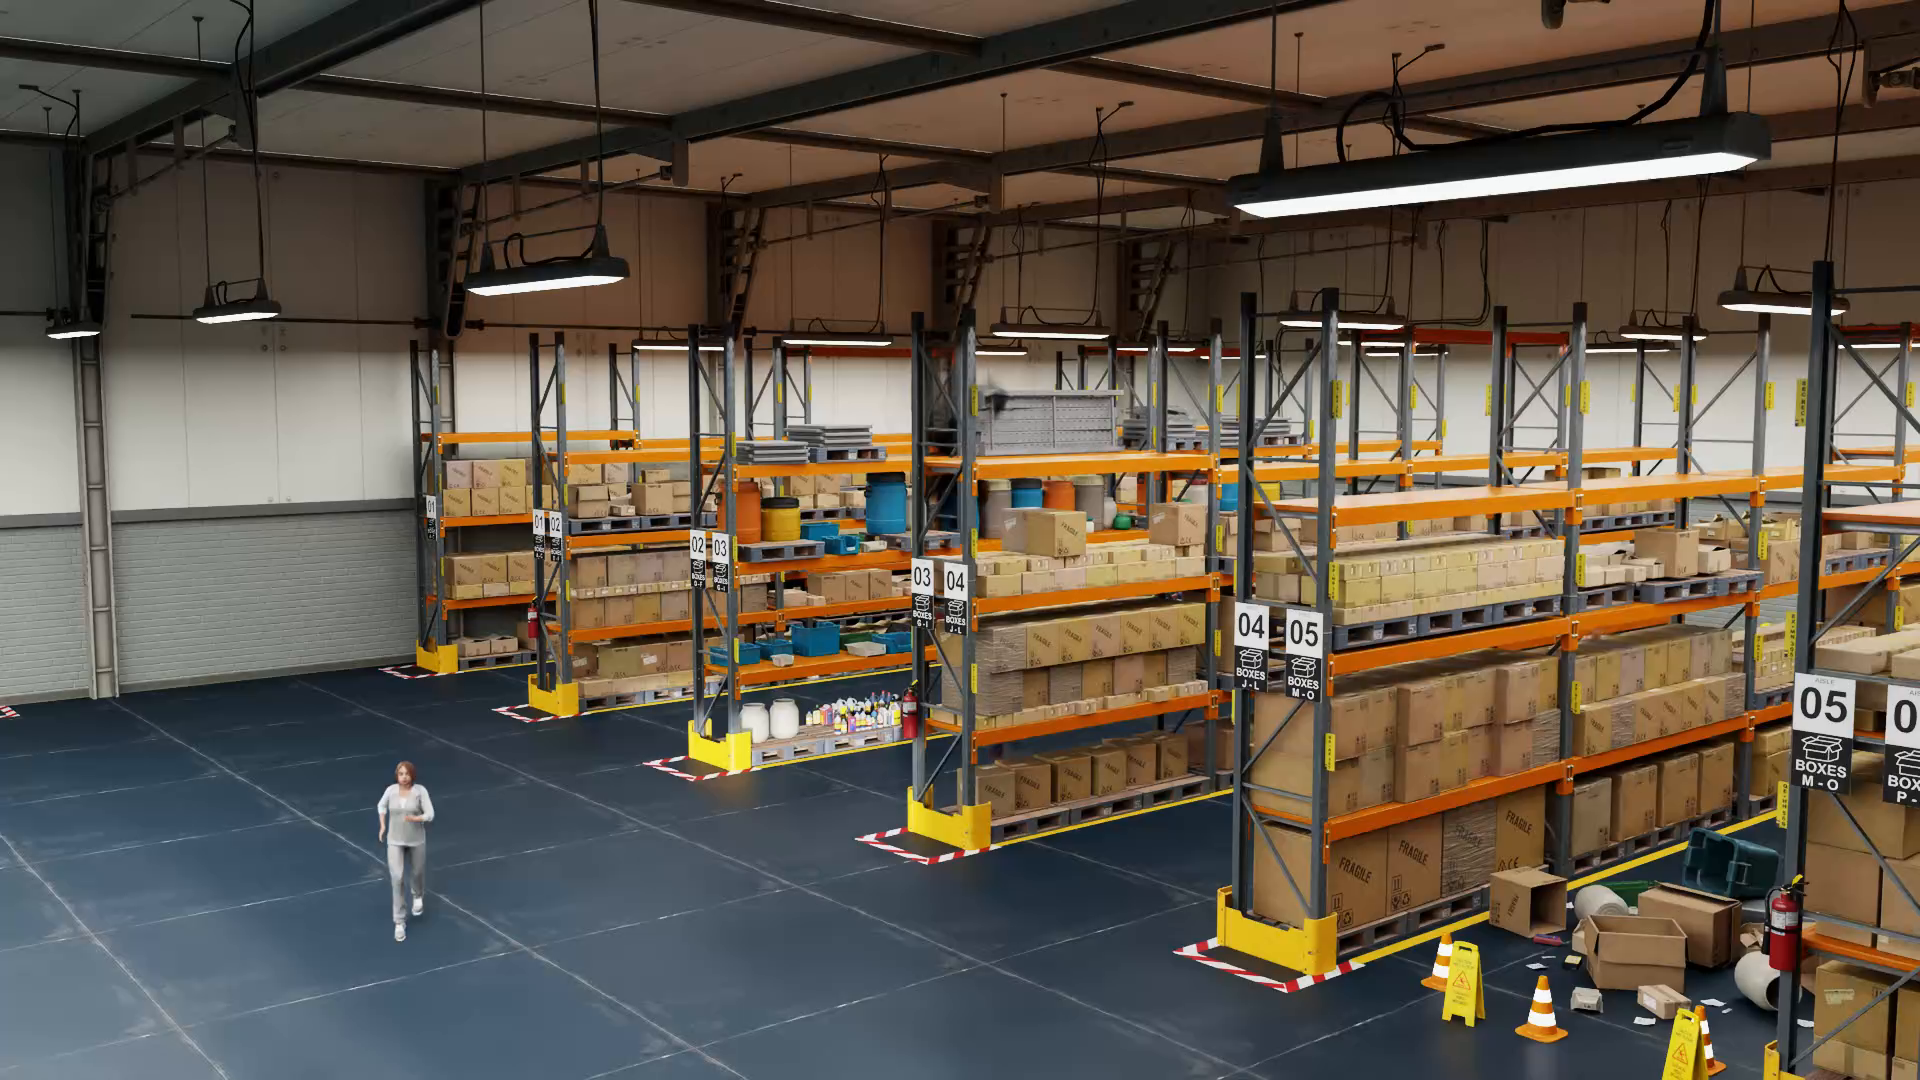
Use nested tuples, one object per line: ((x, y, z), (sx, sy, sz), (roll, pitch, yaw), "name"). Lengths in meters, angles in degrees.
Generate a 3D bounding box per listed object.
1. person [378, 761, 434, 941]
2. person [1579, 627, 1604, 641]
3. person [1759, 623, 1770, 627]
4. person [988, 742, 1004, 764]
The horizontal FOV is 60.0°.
((-5.253, 2.889, 15.787), (0.524, 1.611, 0.843), (-1, 5, -15), "person")
((9.288, 2.026, 24.273), (0.613, 1.823, 0.894), (5, 7, 45), "person")
((12.036, 2.050, 24.790), (0.693, 1.689, 0.780), (4, 7, 40), "person")
((0.412, 2.091, 21.730), (0.586, 1.736, 0.650), (4, 7, 38), "person")
